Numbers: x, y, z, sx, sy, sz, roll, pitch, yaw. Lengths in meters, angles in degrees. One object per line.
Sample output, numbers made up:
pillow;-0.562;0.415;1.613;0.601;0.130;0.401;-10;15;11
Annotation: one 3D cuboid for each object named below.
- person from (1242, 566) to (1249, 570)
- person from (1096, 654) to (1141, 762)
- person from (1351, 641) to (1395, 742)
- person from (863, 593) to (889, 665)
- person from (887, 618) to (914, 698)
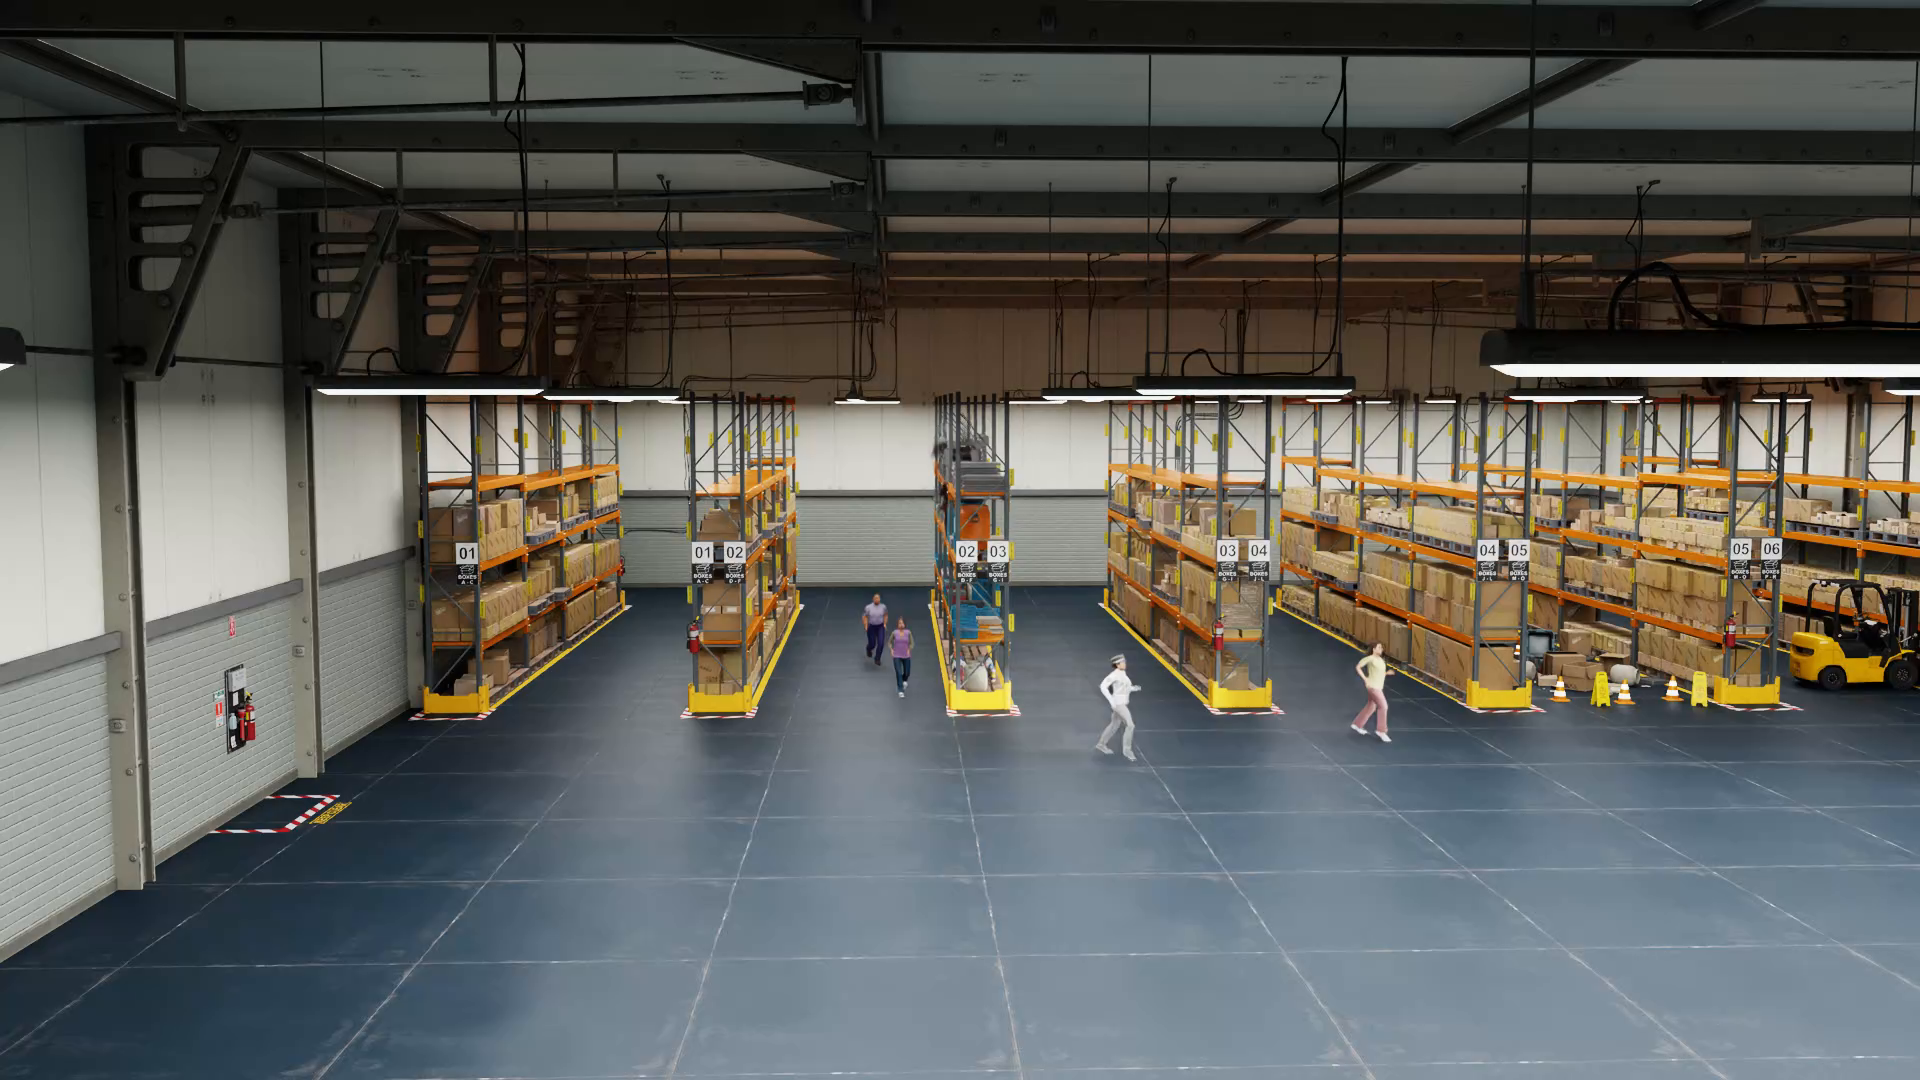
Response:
person;7.870;1.150;47.055;0.691;1.603;0.550;2;5;24
person;2.572;2.714;27.013;0.761;1.753;0.581;1;5;17
person;7.122;2.592;28.695;0.773;1.728;0.562;3;6;36
person;-1.878;1.969;37.051;0.593;1.600;0.586;-1;5;-14
person;-1.170;2.313;32.893;0.538;1.549;0.608;0;5;-5
